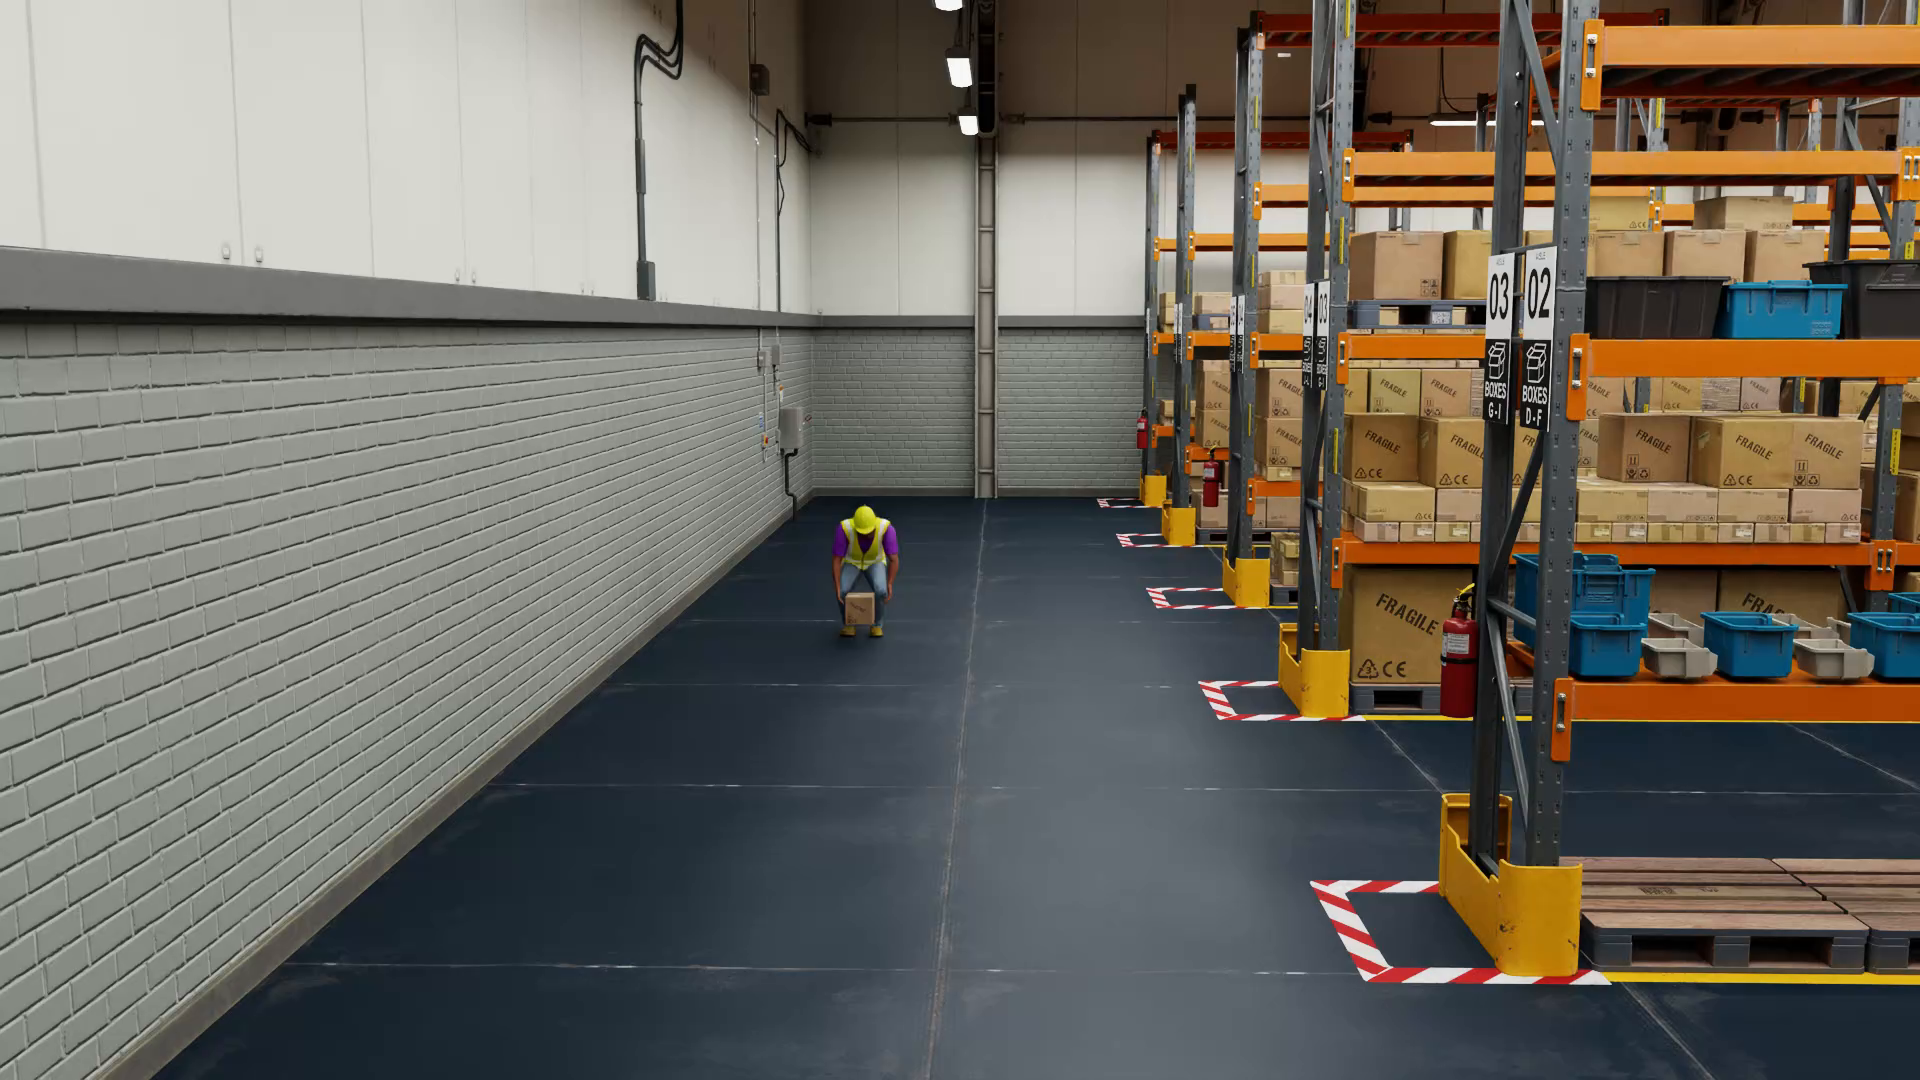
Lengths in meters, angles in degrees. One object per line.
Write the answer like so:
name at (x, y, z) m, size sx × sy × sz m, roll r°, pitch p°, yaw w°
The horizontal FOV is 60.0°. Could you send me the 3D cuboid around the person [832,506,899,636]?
person at (-0.872, 0.276, 15.515) m, size 0.626 × 1.260 × 0.823 m, roll 0°, pitch 7°, yaw 1°
